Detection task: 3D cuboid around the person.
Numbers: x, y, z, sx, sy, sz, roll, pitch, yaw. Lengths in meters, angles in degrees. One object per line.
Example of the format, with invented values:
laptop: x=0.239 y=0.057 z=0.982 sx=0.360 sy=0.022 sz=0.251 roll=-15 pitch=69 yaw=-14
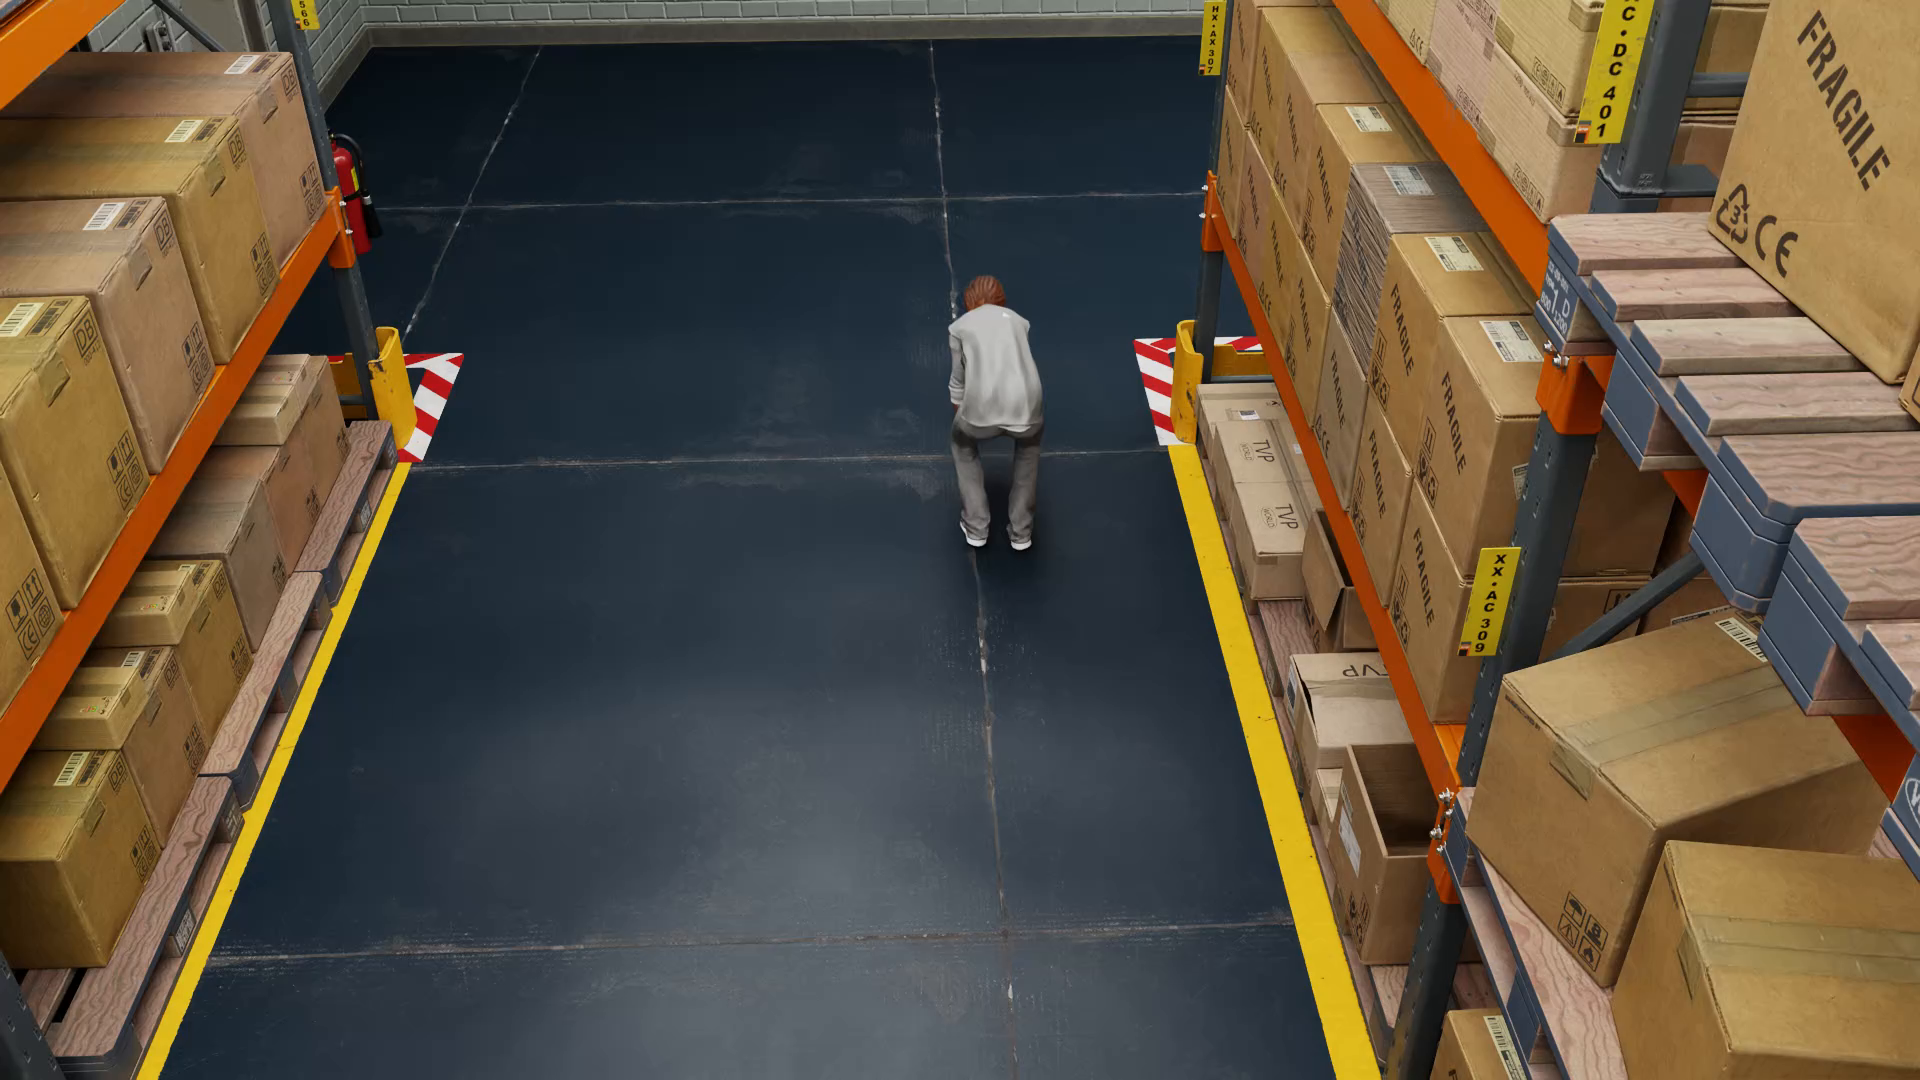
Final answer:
person: x=0.154 y=-0.539 z=7.366 sx=0.405 sy=1.060 sz=0.852 roll=-3 pitch=36 yaw=-4
